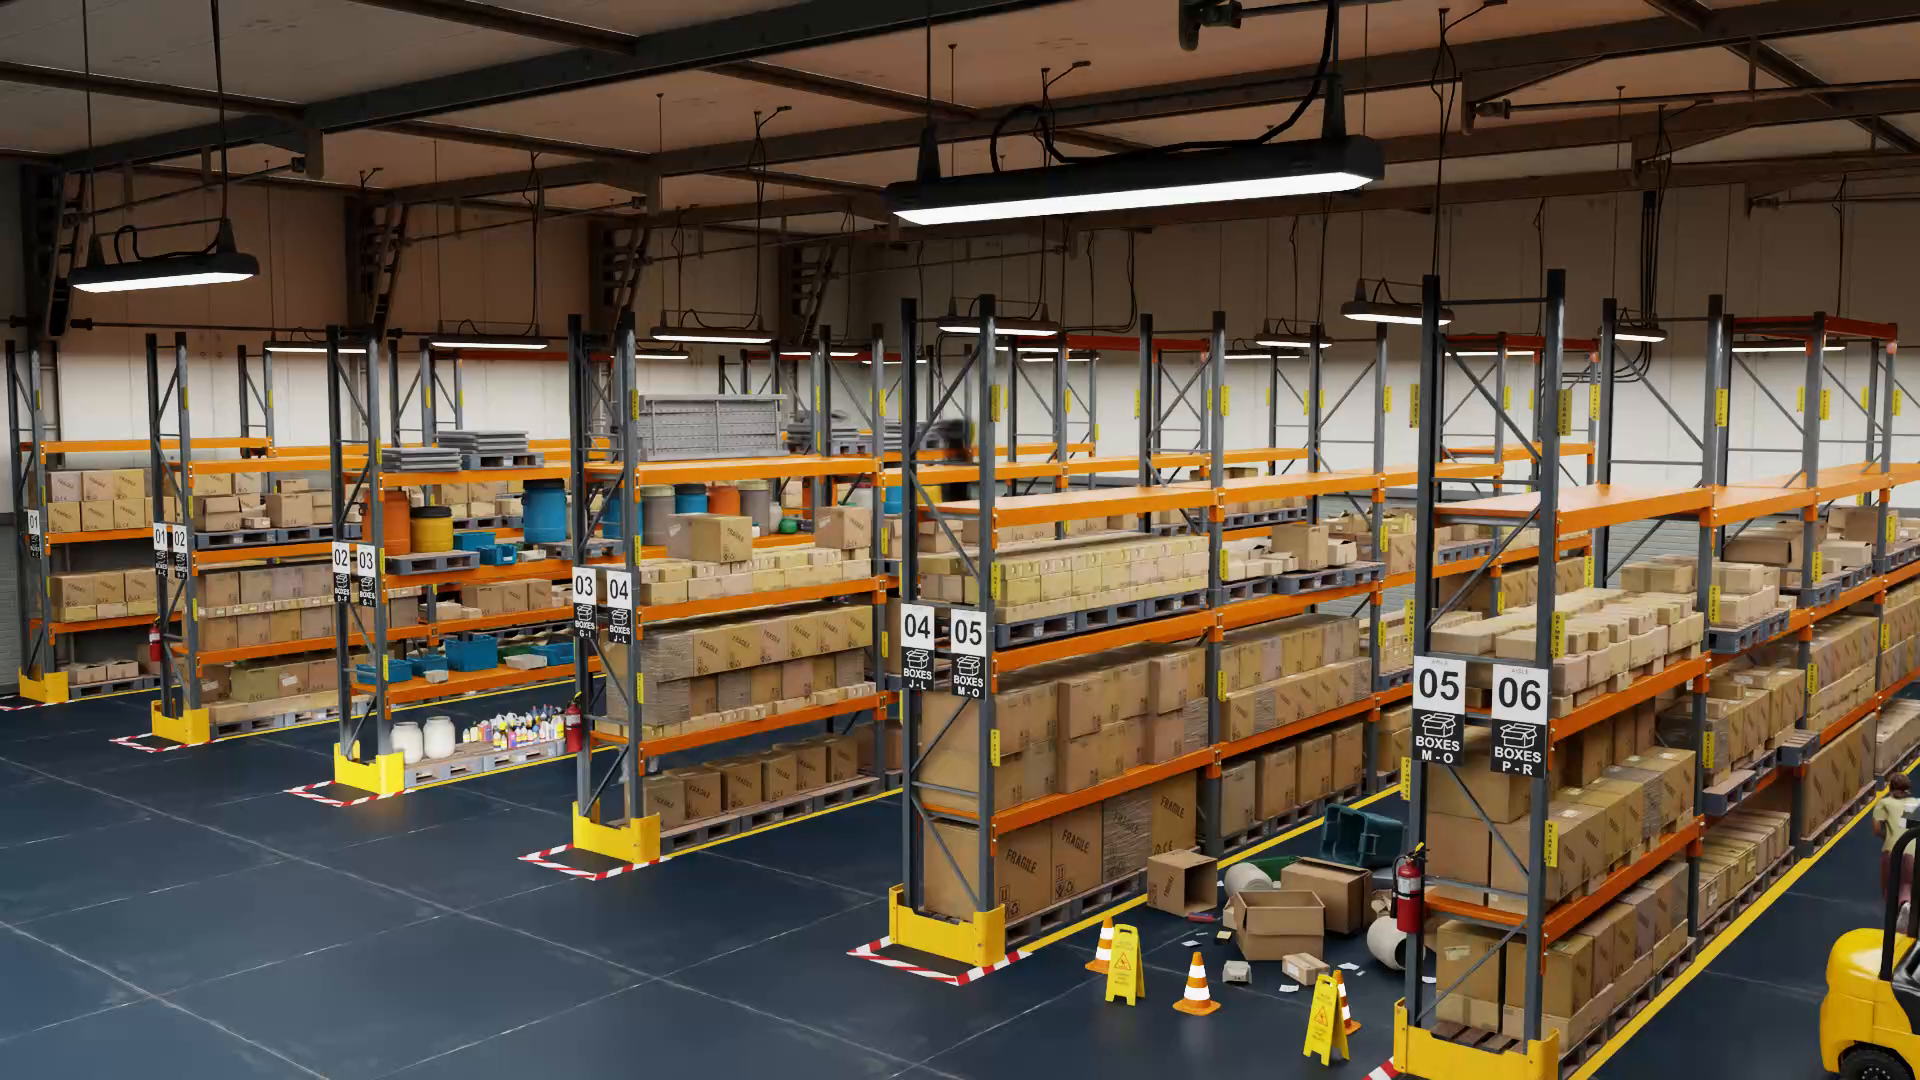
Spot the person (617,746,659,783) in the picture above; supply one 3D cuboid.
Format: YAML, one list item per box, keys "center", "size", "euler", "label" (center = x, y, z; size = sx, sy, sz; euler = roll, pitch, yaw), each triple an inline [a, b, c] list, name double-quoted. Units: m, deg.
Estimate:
- center: [-4.393, 2.332, 22.141]
  size: [0.636, 1.664, 0.836]
  euler: [2, 6, 23]
  label: "person"

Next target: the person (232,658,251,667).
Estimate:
- center: [-11.688, 1.850, 27.107]
  size: [0.619, 1.723, 0.972]
  euler: [3, 6, 33]
  label: "person"

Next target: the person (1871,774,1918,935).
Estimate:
- center: [8.986, 3.011, 15.781]
  size: [0.607, 1.494, 0.765]
  euler: [2, 6, 22]
  label: "person"

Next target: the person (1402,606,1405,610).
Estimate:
- center: [7.313, 1.879, 27.086]
  size: [0.657, 1.715, 0.705]
  euler: [2, 6, 25]
  label: "person"
